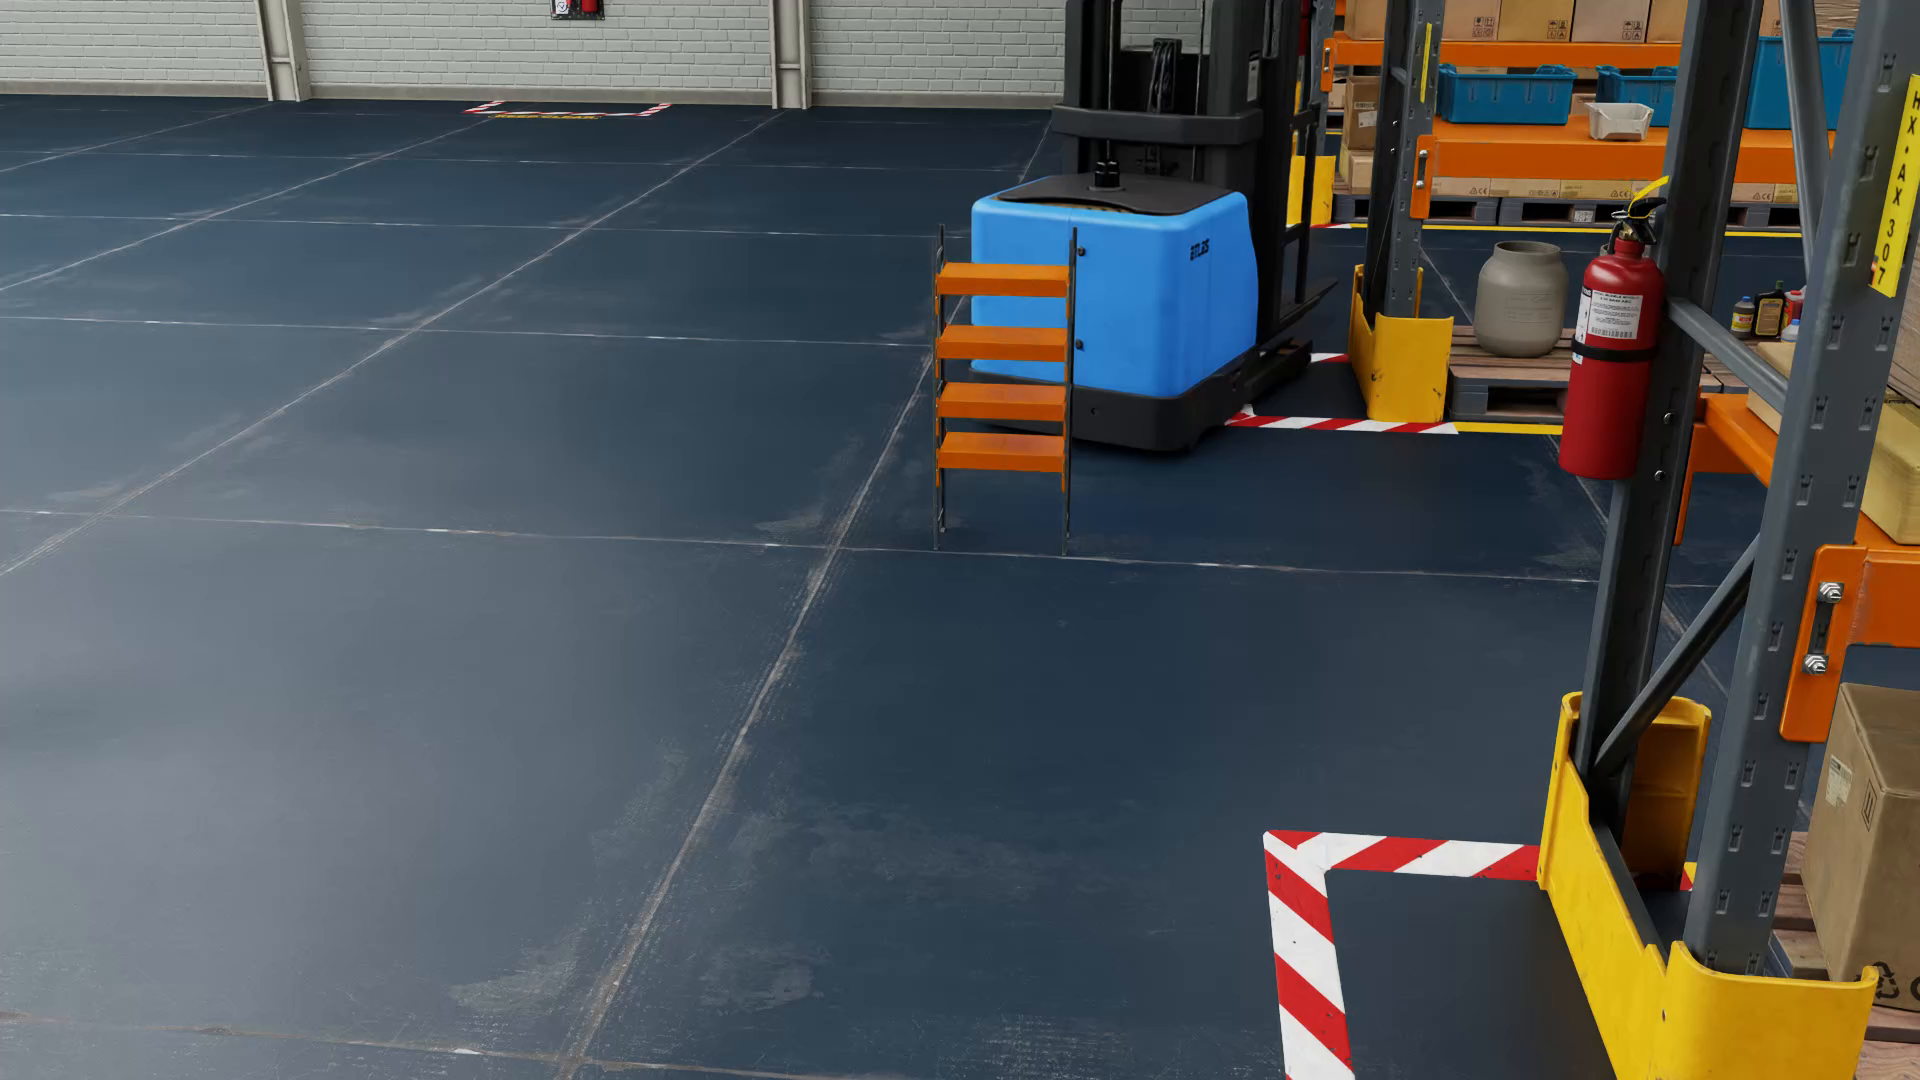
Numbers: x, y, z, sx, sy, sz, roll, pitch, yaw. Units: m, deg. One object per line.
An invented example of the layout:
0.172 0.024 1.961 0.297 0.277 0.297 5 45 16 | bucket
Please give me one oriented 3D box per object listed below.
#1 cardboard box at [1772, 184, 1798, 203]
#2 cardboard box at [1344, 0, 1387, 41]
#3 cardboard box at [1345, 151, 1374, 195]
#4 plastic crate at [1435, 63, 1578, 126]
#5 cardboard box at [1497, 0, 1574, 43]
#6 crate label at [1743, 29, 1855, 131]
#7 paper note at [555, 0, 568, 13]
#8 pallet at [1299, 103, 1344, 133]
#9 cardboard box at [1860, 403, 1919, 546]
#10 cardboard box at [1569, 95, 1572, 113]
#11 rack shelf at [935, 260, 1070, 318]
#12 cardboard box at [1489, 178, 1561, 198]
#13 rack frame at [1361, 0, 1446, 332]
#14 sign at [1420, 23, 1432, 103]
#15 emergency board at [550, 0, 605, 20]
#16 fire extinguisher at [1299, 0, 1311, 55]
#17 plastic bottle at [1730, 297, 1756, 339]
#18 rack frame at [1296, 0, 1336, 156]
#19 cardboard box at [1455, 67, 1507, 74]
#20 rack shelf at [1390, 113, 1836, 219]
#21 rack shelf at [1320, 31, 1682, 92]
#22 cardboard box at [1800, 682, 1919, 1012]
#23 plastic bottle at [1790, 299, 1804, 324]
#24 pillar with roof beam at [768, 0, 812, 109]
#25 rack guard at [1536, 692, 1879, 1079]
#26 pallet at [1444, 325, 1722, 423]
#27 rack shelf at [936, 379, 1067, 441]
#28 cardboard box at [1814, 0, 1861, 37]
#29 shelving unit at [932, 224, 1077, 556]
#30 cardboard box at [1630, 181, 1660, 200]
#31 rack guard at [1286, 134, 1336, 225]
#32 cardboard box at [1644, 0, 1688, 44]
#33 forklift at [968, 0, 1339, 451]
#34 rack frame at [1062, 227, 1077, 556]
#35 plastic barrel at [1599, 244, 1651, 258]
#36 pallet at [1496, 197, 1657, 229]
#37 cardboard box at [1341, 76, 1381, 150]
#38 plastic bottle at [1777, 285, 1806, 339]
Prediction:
6.167 -2.639 12.204 0.500 0.250 0.500 2 22 6 | cardboard box
3.143 -3.977 12.283 0.500 0.500 0.700 3 22 6 | cardboard box
3.187 -2.767 12.528 0.500 0.250 0.500 2 22 6 | cardboard box
2.626 -2.165 8.039 0.616 0.251 0.499 2 22 6 | plastic crate
4.157 -3.932 12.170 0.500 0.500 0.700 3 22 7 | cardboard box
3.954 -2.182 7.832 0.616 0.435 0.502 2 22 6 | crate label
-4.519 -6.053 18.869 0.142 0.148 0.016 2 22 6 | paper note
4.138 -4.416 17.322 1.213 0.211 1.003 2 22 6 | pallet
1.766 -0.122 3.011 0.250 0.149 0.380 2 22 6 | cardboard box
4.182 -3.078 12.295 0.500 0.500 0.500 2 22 6 | cardboard box
0.164 -0.916 6.057 0.480 0.148 0.258 2 22 6 | rack shelf
4.181 -2.725 12.422 0.500 0.250 0.500 2 22 6 | cardboard box
2.094 -2.147 7.790 0.127 3.000 1.000 2 22 6 | rack frame
2.025 -2.075 7.232 0.005 0.325 0.100 2 22 6 | sign
-4.351 -6.430 18.624 0.643 1.169 0.194 2 22 6 | emergency board
2.618 -4.094 12.820 0.183 0.674 0.296 2 22 6 | fire extinguisher
3.969 -1.131 8.428 0.097 0.201 0.097 0 22 0 | plastic bottle
2.681 -3.955 12.364 0.127 3.000 1.000 2 22 6 | rack frame
5.225 -4.669 16.970 0.500 0.500 0.700 1 22 3 | cardboard box
4.080 -1.726 7.703 4.000 0.370 1.077 2 22 6 | rack shelf
4.667 -3.534 12.277 4.000 0.370 1.077 2 22 6 | rack shelf
2.129 0.662 3.515 0.500 0.500 0.500 7 23 16 | cardboard box
4.205 -1.109 8.261 0.133 0.283 0.061 2 22 6 | plastic bottle
-2.408 -7.527 13.239 0.400 9.000 9.100 2 22 6 | pillar with roof beam
1.587 0.827 3.667 0.348 0.500 1.175 2 22 6 | rack guard
2.981 -0.827 8.244 1.213 0.211 1.003 2 22 6 | pallet
0.164 -0.488 6.226 0.480 0.148 0.258 2 22 6 | rack shelf
6.212 -3.845 11.951 0.500 0.500 0.700 2 22 5 | cardboard box
0.164 -0.551 6.201 0.503 1.200 0.258 2 22 6 | shelving unit
5.173 -2.680 12.309 0.500 0.250 0.500 2 22 6 | cardboard box
2.657 -2.794 12.826 0.348 0.500 1.175 2 22 6 | rack guard
5.189 -3.889 12.061 0.500 0.500 0.700 3 22 7 | cardboard box
1.184 -2.247 8.138 1.130 2.935 3.031 11 24 26 | forklift
0.407 -0.540 6.174 0.015 1.200 0.240 2 22 6 | rack frame
3.254 -1.163 8.114 0.421 0.512 0.421 0 22 0 | plastic barrel
4.653 -2.587 12.696 1.213 0.211 1.003 2 22 6 | pallet
3.248 -3.306 12.871 0.500 0.500 0.500 2 22 6 | cardboard box
4.217 -1.144 8.361 0.135 0.276 0.152 3 22 7 | plastic bottle
